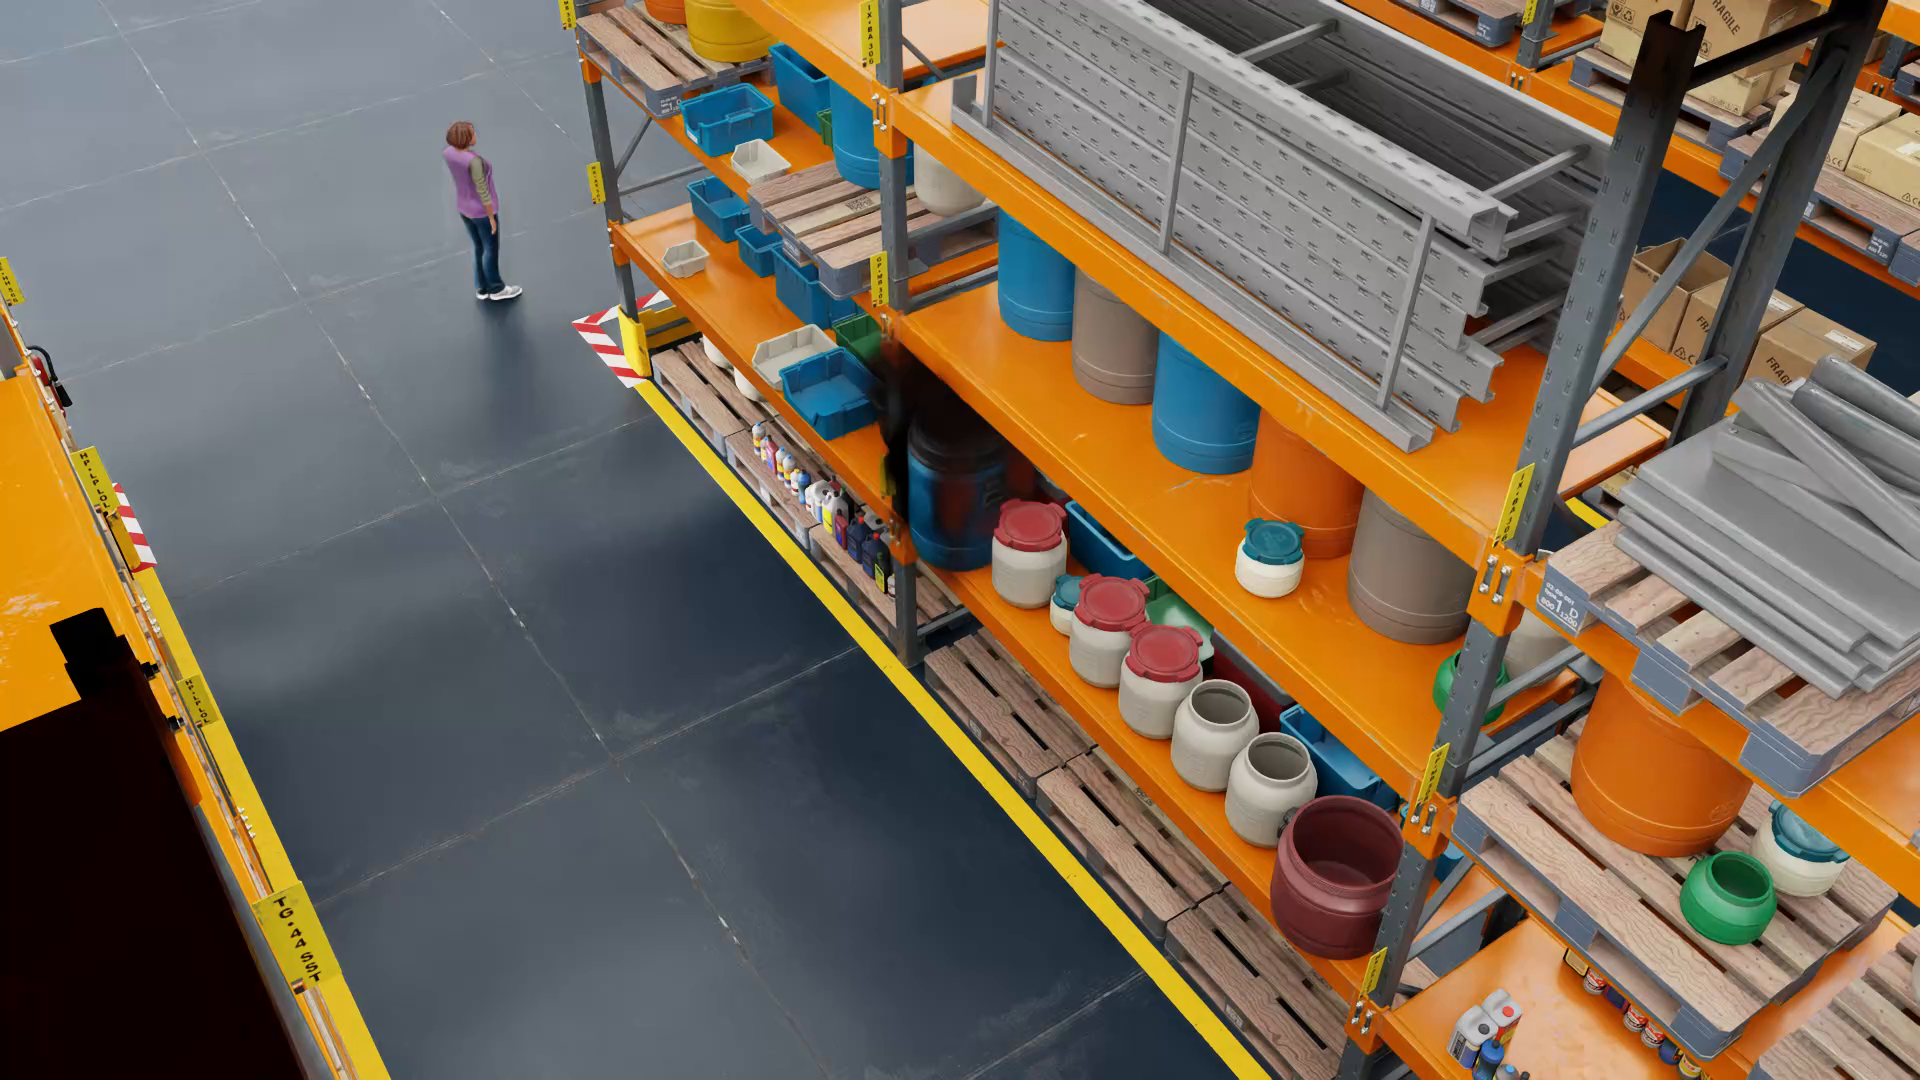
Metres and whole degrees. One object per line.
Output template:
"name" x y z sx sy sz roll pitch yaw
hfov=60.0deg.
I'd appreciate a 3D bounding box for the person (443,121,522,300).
"person" -3.920 -2.665 13.471 0.460 1.603 0.333 25 48 25
